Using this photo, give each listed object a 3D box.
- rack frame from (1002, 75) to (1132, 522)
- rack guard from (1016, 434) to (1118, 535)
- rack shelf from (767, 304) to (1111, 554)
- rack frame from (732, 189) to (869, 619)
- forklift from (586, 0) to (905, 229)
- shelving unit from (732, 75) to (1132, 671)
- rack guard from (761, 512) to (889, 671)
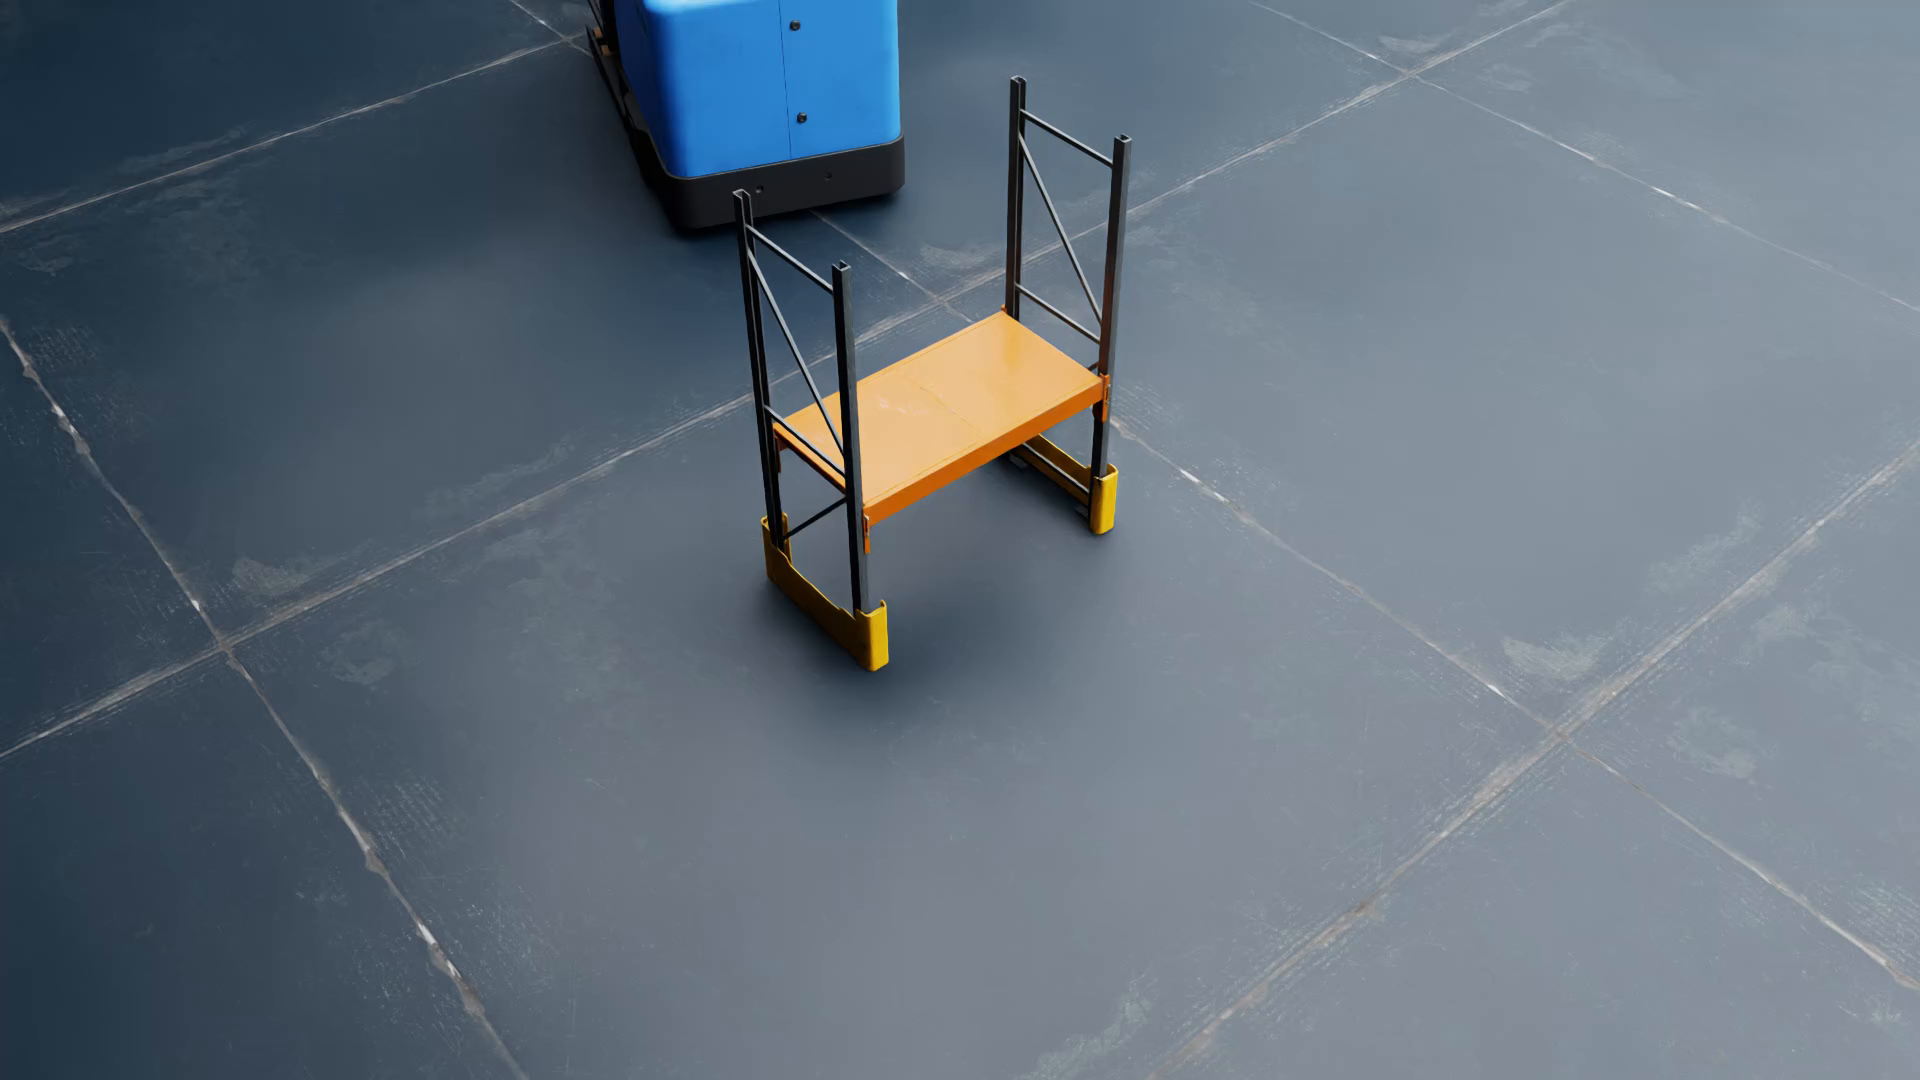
[{"bbox_3d":[0.324,-0.733,5.434,0.032,1.500,0.500,-30,51,-28],"label":"rack frame"},{"bbox_3d":[0.324,-0.276,5.862,0.087,0.250,0.587,-30,51,-28],"label":"rack guard"},{"bbox_3d":[-0.065,-0.378,5.320,1.000,0.185,0.538,-30,51,-28],"label":"rack shelf"},{"bbox_3d":[-0.455,-0.286,4.959,0.032,1.500,0.500,-30,51,-28],"label":"rack frame"},{"bbox_3d":[-1.211,-3.411,7.241,1.130,2.935,3.031,-14,45,-14],"label":"forklift"},{"bbox_3d":[-0.058,-0.513,5.201,1.083,1.500,0.587,-30,51,-28],"label":"shelving unit"},{"bbox_3d":[-0.440,0.161,5.396,0.087,0.250,0.587,-30,51,-28],"label":"rack guard"}]
